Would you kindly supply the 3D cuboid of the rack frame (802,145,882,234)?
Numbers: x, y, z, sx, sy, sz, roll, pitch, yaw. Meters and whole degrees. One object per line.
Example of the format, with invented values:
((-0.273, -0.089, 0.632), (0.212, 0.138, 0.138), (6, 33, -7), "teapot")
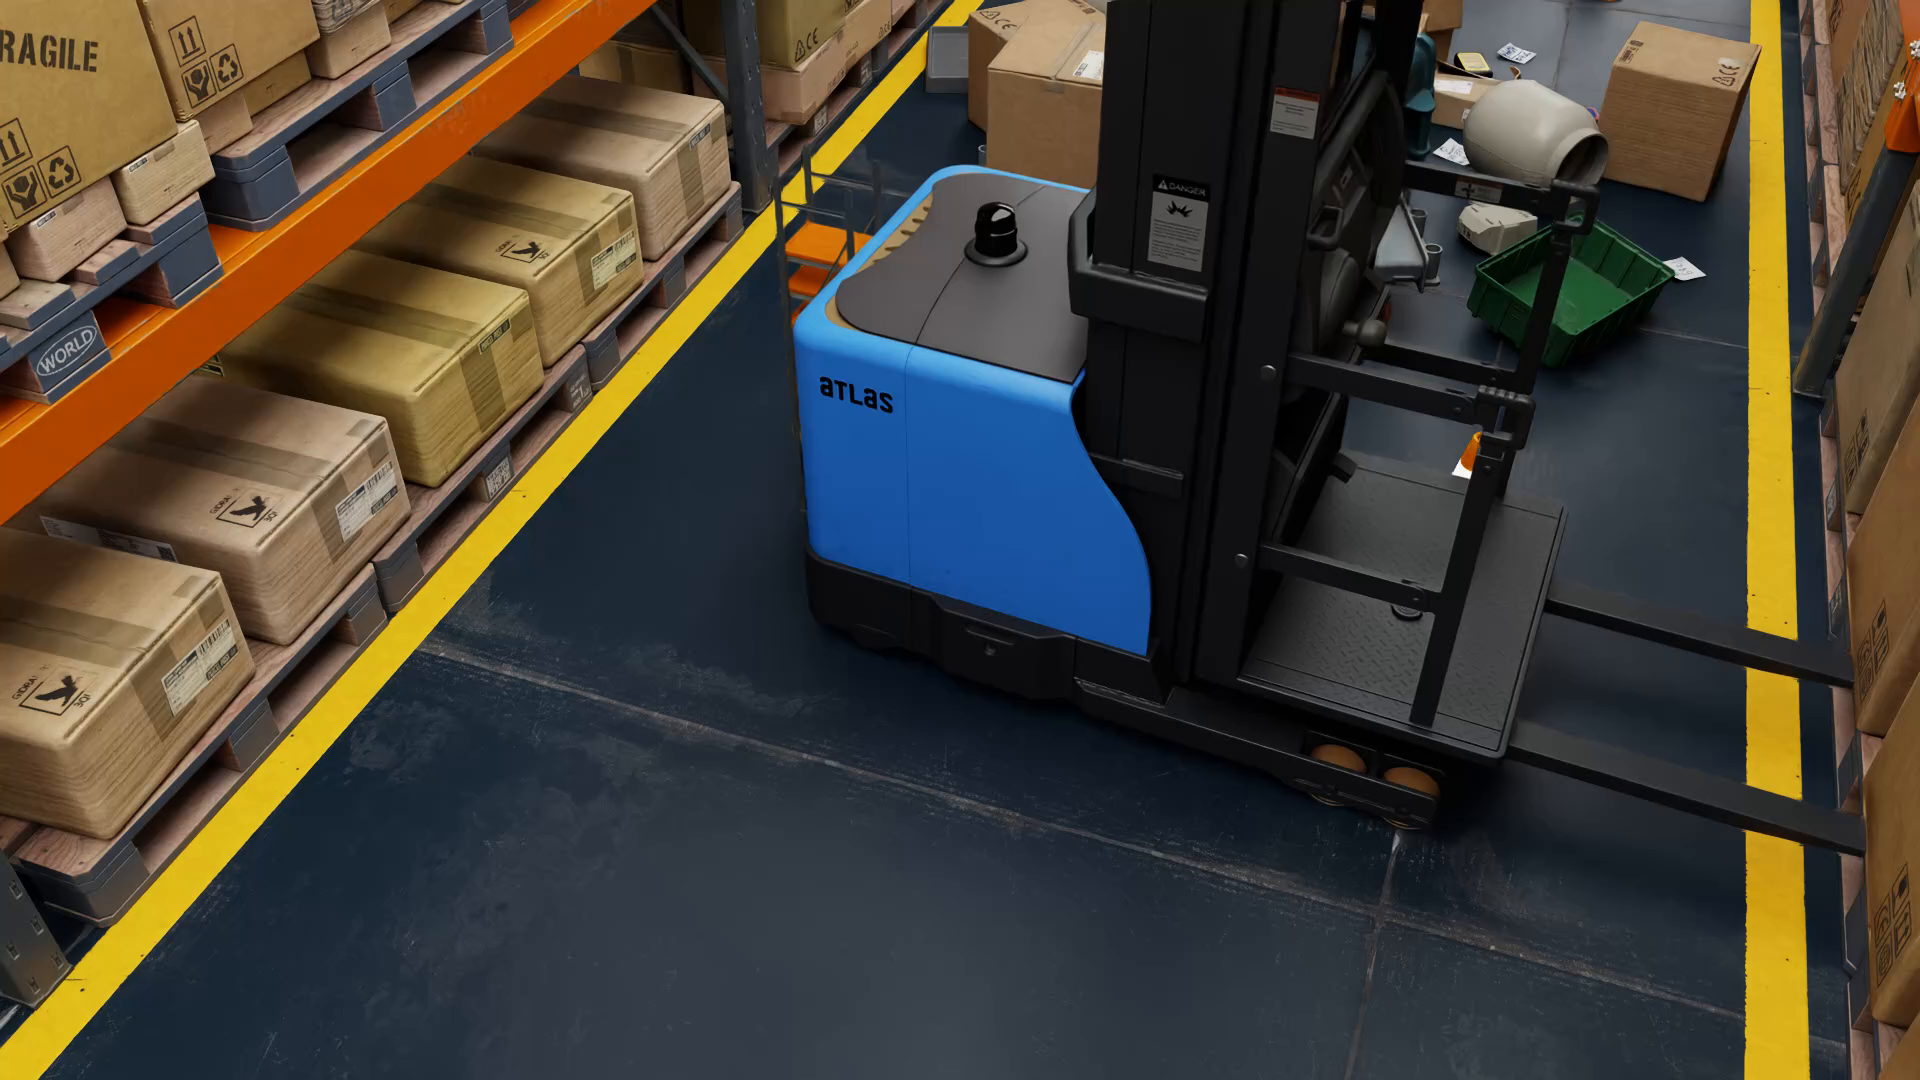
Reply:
((-0.335, -0.630, 5.064), (0.240, 1.200, 0.006), (15, 43, 17), "rack frame")

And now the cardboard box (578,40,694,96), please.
((-1.320, -2.148, 7.251), (0.500, 0.250, 0.500), (15, 43, 17), "cardboard box")

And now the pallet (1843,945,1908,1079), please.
((2.389, 1.460, 3.376), (1.003, 0.211, 1.213), (13, 42, 15), "pallet")

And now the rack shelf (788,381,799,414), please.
((-0.370, -0.450, 5.107), (0.258, 0.103, 0.180), (15, 43, 17), "rack shelf")

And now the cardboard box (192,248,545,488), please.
((-1.926, -0.589, 5.331), (0.950, 0.372, 0.625), (15, 43, 17), "cardboard box")

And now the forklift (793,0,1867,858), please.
((1.115, -0.752, 3.873), (3.031, 2.935, 1.130), (16, 43, 18), "forklift")

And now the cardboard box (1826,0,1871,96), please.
((4.316, -2.402, 7.068), (0.875, 0.875, 0.875), (13, 42, 14), "cardboard box")

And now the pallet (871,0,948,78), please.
((-0.658, -2.717, 8.272), (1.003, 0.211, 1.213), (13, 42, 15), "pallet")

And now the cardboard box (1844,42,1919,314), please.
((3.697, -1.296, 5.772), (0.875, 0.875, 0.875), (14, 42, 16), "cardboard box")

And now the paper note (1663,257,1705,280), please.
((2.795, -1.058, 6.467), (0.147, 0.020, 0.142), (-13, 42, -15), "paper note")

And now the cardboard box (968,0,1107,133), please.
((0.375, -2.015, 7.225), (0.500, 0.500, 0.500), (-21, 45, -22), "cardboard box")

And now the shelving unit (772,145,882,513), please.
((-0.370, -0.575, 5.000), (0.258, 1.200, 0.189), (15, 43, 17), "shelving unit")

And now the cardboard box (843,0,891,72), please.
((-0.642, -2.355, 7.495), (0.500, 0.250, 0.500), (16, 43, 18), "cardboard box")

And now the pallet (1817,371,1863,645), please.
((3.223, -0.028, 5.121), (1.003, 0.211, 1.213), (13, 42, 15), "pallet")

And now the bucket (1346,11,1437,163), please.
((1.296, -1.504, 6.053), (0.726, 0.611, 0.620), (29, 58, 29), "bucket")

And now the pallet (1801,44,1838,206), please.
((4.166, -1.709, 7.090), (1.003, 0.211, 1.213), (13, 42, 15), "pallet")

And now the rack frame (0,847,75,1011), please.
((-2.638, -0.174, 3.143), (1.000, 3.000, 0.127), (13, 42, 15), "rack frame")

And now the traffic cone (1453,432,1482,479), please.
((1.539, -0.129, 5.044), (0.336, 0.463, 0.334), (13, 42, 15), "traffic cone")

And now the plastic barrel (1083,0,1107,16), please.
((0.814, -2.477, 7.828), (0.421, 0.421, 0.512), (-21, 45, -22), "plastic barrel")

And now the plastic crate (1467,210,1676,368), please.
((2.245, -0.925, 6.146), (0.662, 0.188, 0.450), (-29, 58, -29), "plastic crate")

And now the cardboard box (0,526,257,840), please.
((-2.435, 0.324, 4.261), (0.950, 0.372, 0.625), (11, 42, 12), "cardboard box")

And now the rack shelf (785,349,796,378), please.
((-0.370, -0.542, 5.029), (0.258, 0.103, 0.180), (15, 43, 17), "rack shelf")

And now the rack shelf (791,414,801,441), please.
((-0.370, -0.359, 5.185), (0.258, 0.103, 0.180), (15, 43, 17), "rack shelf")

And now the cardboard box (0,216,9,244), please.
((-2.266, -0.708, 3.139), (0.500, 0.500, 0.500), (12, 42, 14), "cardboard box")

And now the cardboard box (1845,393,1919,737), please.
((2.955, 0.106, 4.225), (1.050, 0.750, 0.750), (13, 42, 15), "cardboard box")

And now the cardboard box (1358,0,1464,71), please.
((1.877, -2.470, 7.758), (0.797, 0.503, 0.637), (-13, 42, -15), "cardboard box")

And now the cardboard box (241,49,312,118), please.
((-1.904, -1.225, 4.245), (0.380, 0.149, 0.250), (15, 43, 17), "cardboard box")

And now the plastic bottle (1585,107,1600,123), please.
((2.695, -1.873, 7.398), (0.283, 0.061, 0.133), (0, 40, 0), "plastic bottle")

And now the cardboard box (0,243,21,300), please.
((-2.223, -0.560, 3.465), (0.380, 0.149, 0.250), (11, 42, 12), "cardboard box")

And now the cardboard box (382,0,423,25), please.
((-1.735, -1.546, 4.621), (0.380, 0.149, 0.250), (12, 42, 14), "cardboard box")

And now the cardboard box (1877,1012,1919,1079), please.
((2.341, 1.208, 2.933), (1.050, 0.750, 0.750), (13, 42, 14), "cardboard box")

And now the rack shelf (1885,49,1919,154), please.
((2.733, -0.083, 3.591), (1.077, 0.370, 4.000), (13, 42, 15), "rack shelf")

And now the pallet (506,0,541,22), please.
((-1.668, -2.107, 5.556), (1.003, 0.211, 1.213), (13, 42, 15), "pallet")

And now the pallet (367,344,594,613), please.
((-1.950, -0.331, 5.475), (1.003, 0.211, 1.213), (13, 42, 15), "pallet")

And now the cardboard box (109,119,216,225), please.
((-1.973, -0.880, 3.840), (0.380, 0.149, 0.250), (14, 42, 15), "cardboard box")

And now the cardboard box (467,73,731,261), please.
((-1.447, -1.453, 6.343), (0.950, 0.372, 0.625), (14, 42, 16), "cardboard box")

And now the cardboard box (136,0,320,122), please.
((-1.919, -1.353, 3.895), (0.500, 0.500, 0.500), (14, 42, 16), "cardboard box")

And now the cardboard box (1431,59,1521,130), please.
((2.273, -1.994, 7.382), (0.396, 0.266, 0.258), (21, 45, 22), "cardboard box")

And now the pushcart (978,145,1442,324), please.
((0.890, -1.140, 6.296), (1.648, 0.377, 0.936), (0, 40, 0), "pushcart")

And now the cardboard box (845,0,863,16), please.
((-0.642, -2.642, 7.252), (0.500, 0.500, 0.500), (15, 43, 17), "cardboard box")

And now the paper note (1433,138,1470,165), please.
((2.161, -1.679, 7.200), (0.172, 0.023, 0.155), (29, 48, 29), "paper note")

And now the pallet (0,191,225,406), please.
((-2.494, -0.559, 3.742), (1.213, 0.211, 1.003), (13, 42, 15), "pallet")
